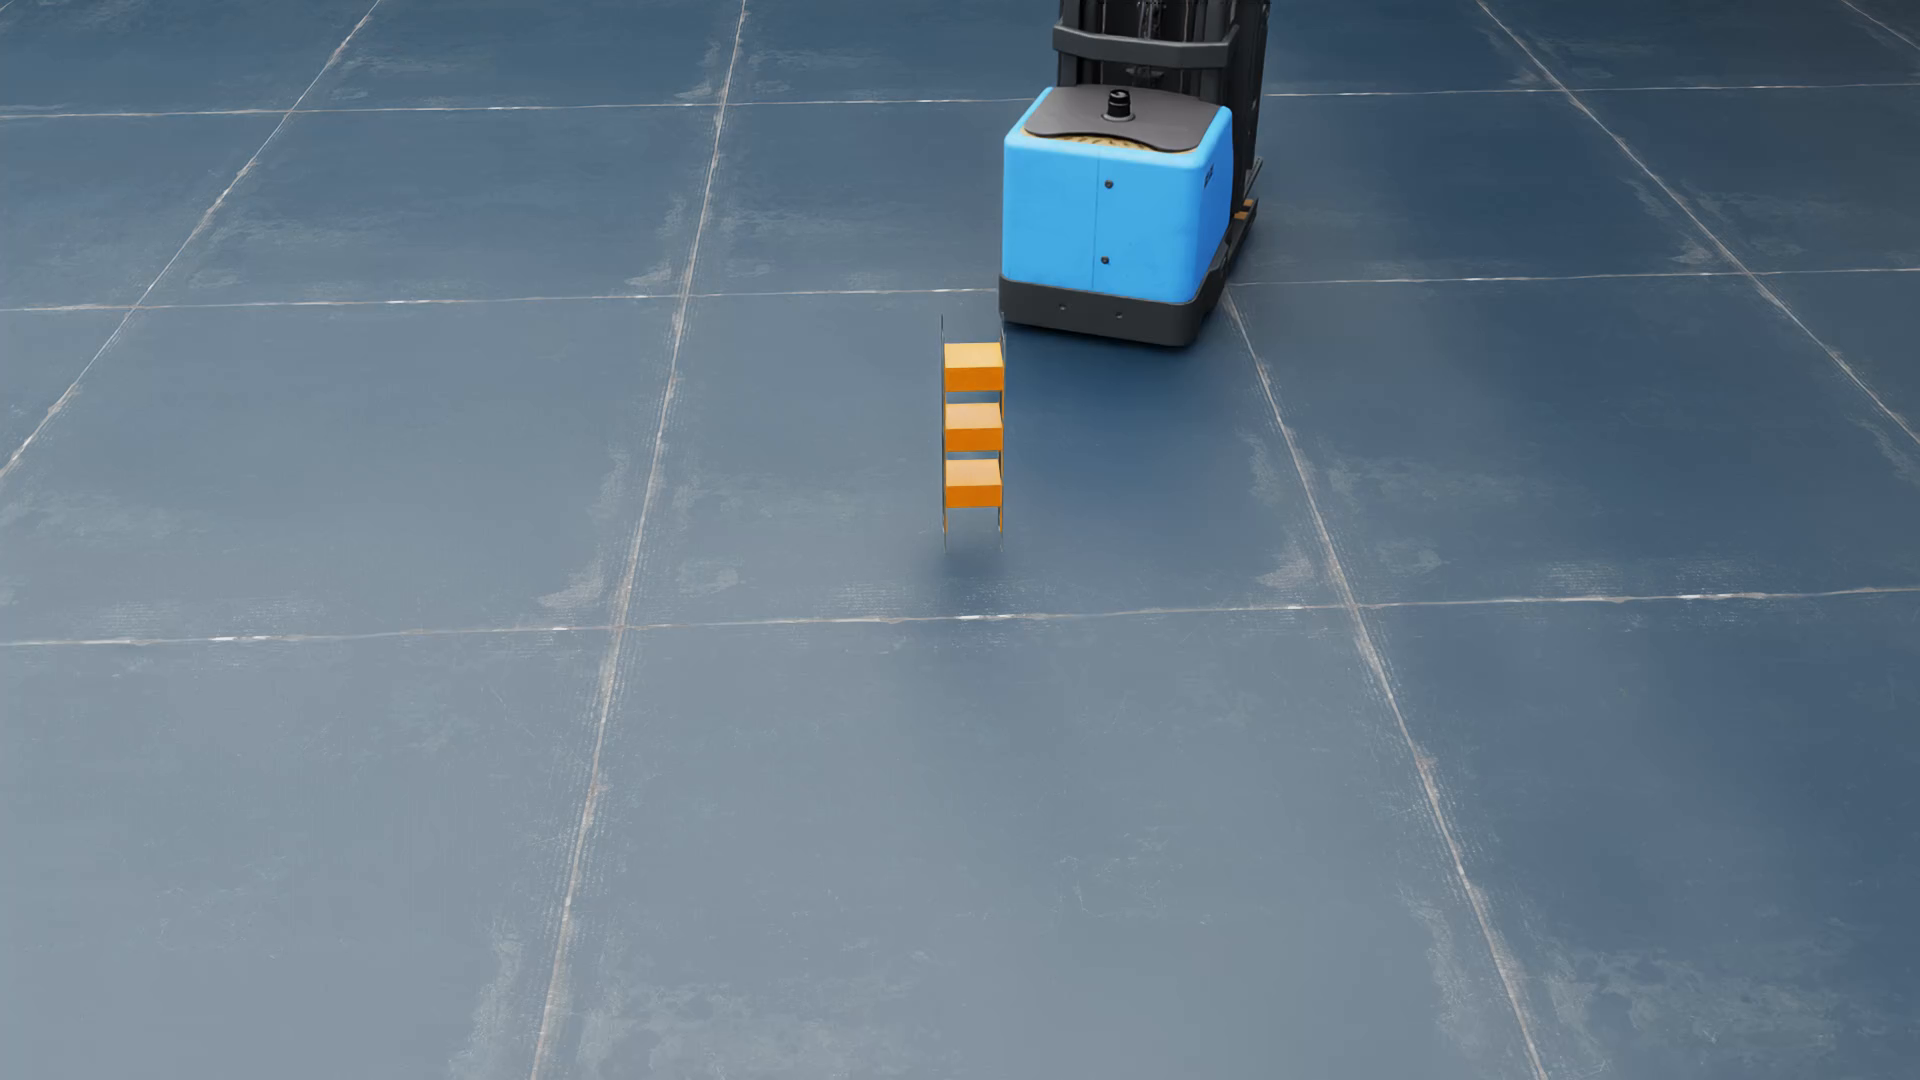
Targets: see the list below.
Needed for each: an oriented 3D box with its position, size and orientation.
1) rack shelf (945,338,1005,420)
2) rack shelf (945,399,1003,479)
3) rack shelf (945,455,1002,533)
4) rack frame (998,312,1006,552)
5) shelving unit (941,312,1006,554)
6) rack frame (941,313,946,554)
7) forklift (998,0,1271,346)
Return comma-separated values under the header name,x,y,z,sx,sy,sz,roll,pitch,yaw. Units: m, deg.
name,x,y,z,sx,sy,sz,roll,pitch,yaw
rack shelf,0.053,-0.658,6.798,0.240,0.259,0.215,-2,35,-2
rack shelf,0.053,-0.424,6.959,0.240,0.259,0.215,-2,35,-2
rack shelf,0.053,-0.196,7.118,0.240,0.259,0.215,-2,35,-2
rack frame,0.175,-0.436,6.958,0.008,1.050,0.200,-2,35,-2
shelving unit,0.053,-0.433,6.953,0.252,1.050,0.215,-2,35,-2
rack frame,-0.068,-0.430,6.949,0.008,1.050,0.200,-2,35,-2
forklift,1.149,-3.039,9.066,1.130,2.935,3.031,11,36,15
